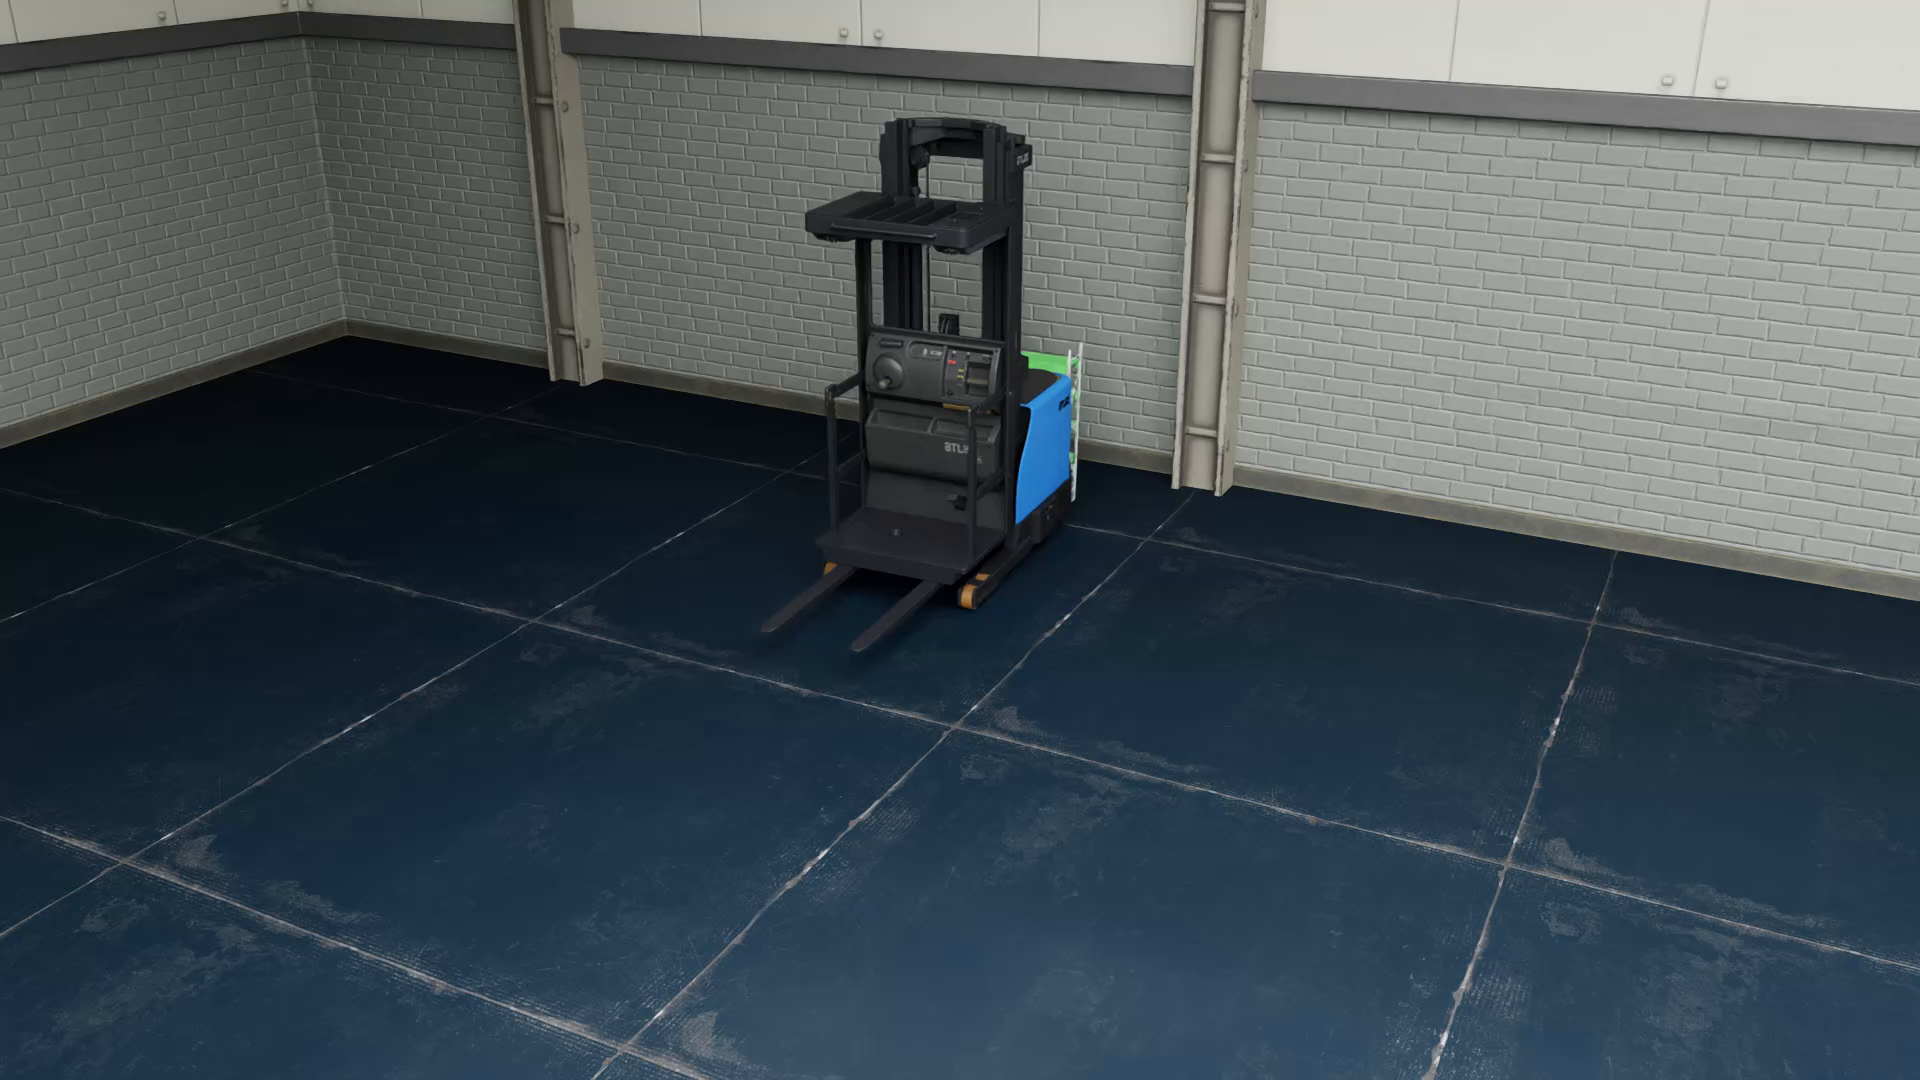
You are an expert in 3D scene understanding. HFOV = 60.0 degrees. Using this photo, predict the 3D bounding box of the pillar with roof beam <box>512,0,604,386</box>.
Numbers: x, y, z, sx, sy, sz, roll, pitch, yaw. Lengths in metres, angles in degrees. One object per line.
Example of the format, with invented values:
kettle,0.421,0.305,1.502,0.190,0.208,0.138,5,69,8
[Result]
pillar with roof beam,-5.441,-4.113,9.923,0.400,9.000,9.100,11,25,25

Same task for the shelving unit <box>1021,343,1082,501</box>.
shelving unit,0.597,-0.871,12.250,0.503,1.200,0.258,10,23,23

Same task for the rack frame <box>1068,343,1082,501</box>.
rack frame,0.817,-0.830,12.154,0.015,1.200,0.240,10,23,23

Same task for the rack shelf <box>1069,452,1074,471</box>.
rack shelf,0.591,-0.587,12.358,0.480,0.148,0.258,10,23,23

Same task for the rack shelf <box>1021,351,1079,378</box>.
rack shelf,0.604,-1.260,12.102,0.480,0.148,0.258,10,23,23

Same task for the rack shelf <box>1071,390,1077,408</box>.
rack shelf,0.600,-1.035,12.187,0.480,0.148,0.258,10,23,23

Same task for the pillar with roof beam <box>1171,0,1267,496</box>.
pillar with roof beam,-0.087,-3.053,7.431,0.400,9.000,9.100,11,25,25

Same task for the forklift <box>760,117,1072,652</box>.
forklift,-0.265,-1.090,10.568,1.130,2.935,3.031,10,25,22

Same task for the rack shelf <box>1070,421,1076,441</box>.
rack shelf,0.595,-0.811,12.273,0.480,0.148,0.258,10,23,23
